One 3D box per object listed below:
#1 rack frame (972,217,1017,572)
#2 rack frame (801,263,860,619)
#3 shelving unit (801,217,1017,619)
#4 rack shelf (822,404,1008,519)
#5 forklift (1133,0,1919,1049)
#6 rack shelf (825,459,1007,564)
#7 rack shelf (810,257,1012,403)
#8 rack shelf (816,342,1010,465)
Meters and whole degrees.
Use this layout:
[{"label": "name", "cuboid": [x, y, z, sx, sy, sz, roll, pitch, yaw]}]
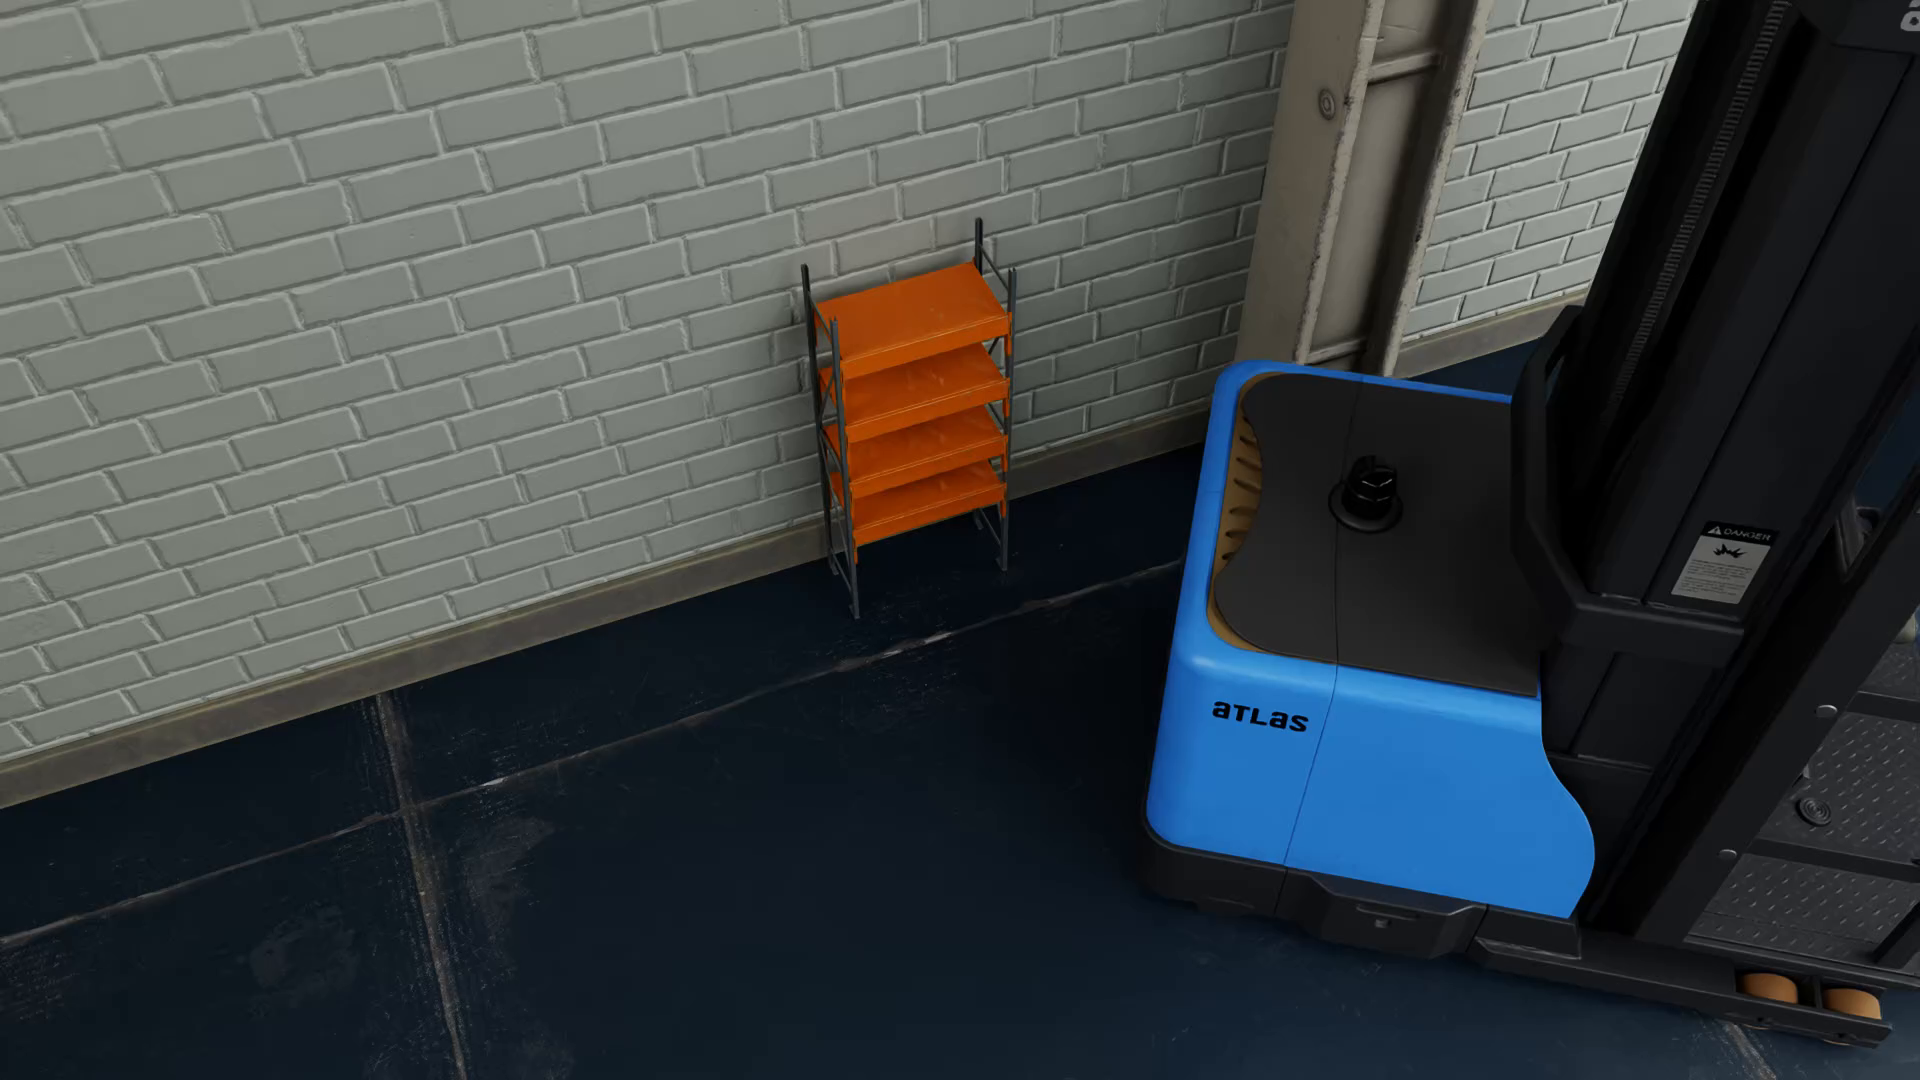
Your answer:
[{"label": "rack frame", "cuboid": [0.093, -0.379, 4.784, 0.015, 1.200, 0.240, -18, 52, -15]}, {"label": "rack frame", "cuboid": [-0.357, -0.236, 4.661, 0.015, 1.200, 0.240, -18, 52, -15]}, {"label": "shelving unit", "cuboid": [-0.132, -0.307, 4.723, 0.503, 1.200, 0.258, -18, 52, -15]}, {"label": "rack shelf", "cuboid": [-0.132, -0.263, 4.774, 0.480, 0.148, 0.258, -18, 52, -15]}, {"label": "forklift", "cuboid": [2.032, -0.135, 3.434, 3.031, 2.935, 1.130, 9, 50, 8]}, {"label": "rack shelf", "cuboid": [-0.132, -0.134, 4.925, 0.480, 0.148, 0.258, -18, 52, -15]}, {"label": "rack shelf", "cuboid": [-0.132, -0.563, 4.425, 0.480, 0.148, 0.258, -18, 52, -15]}, {"label": "rack shelf", "cuboid": [-0.132, -0.409, 4.604, 0.480, 0.148, 0.258, -18, 52, -15]}]
